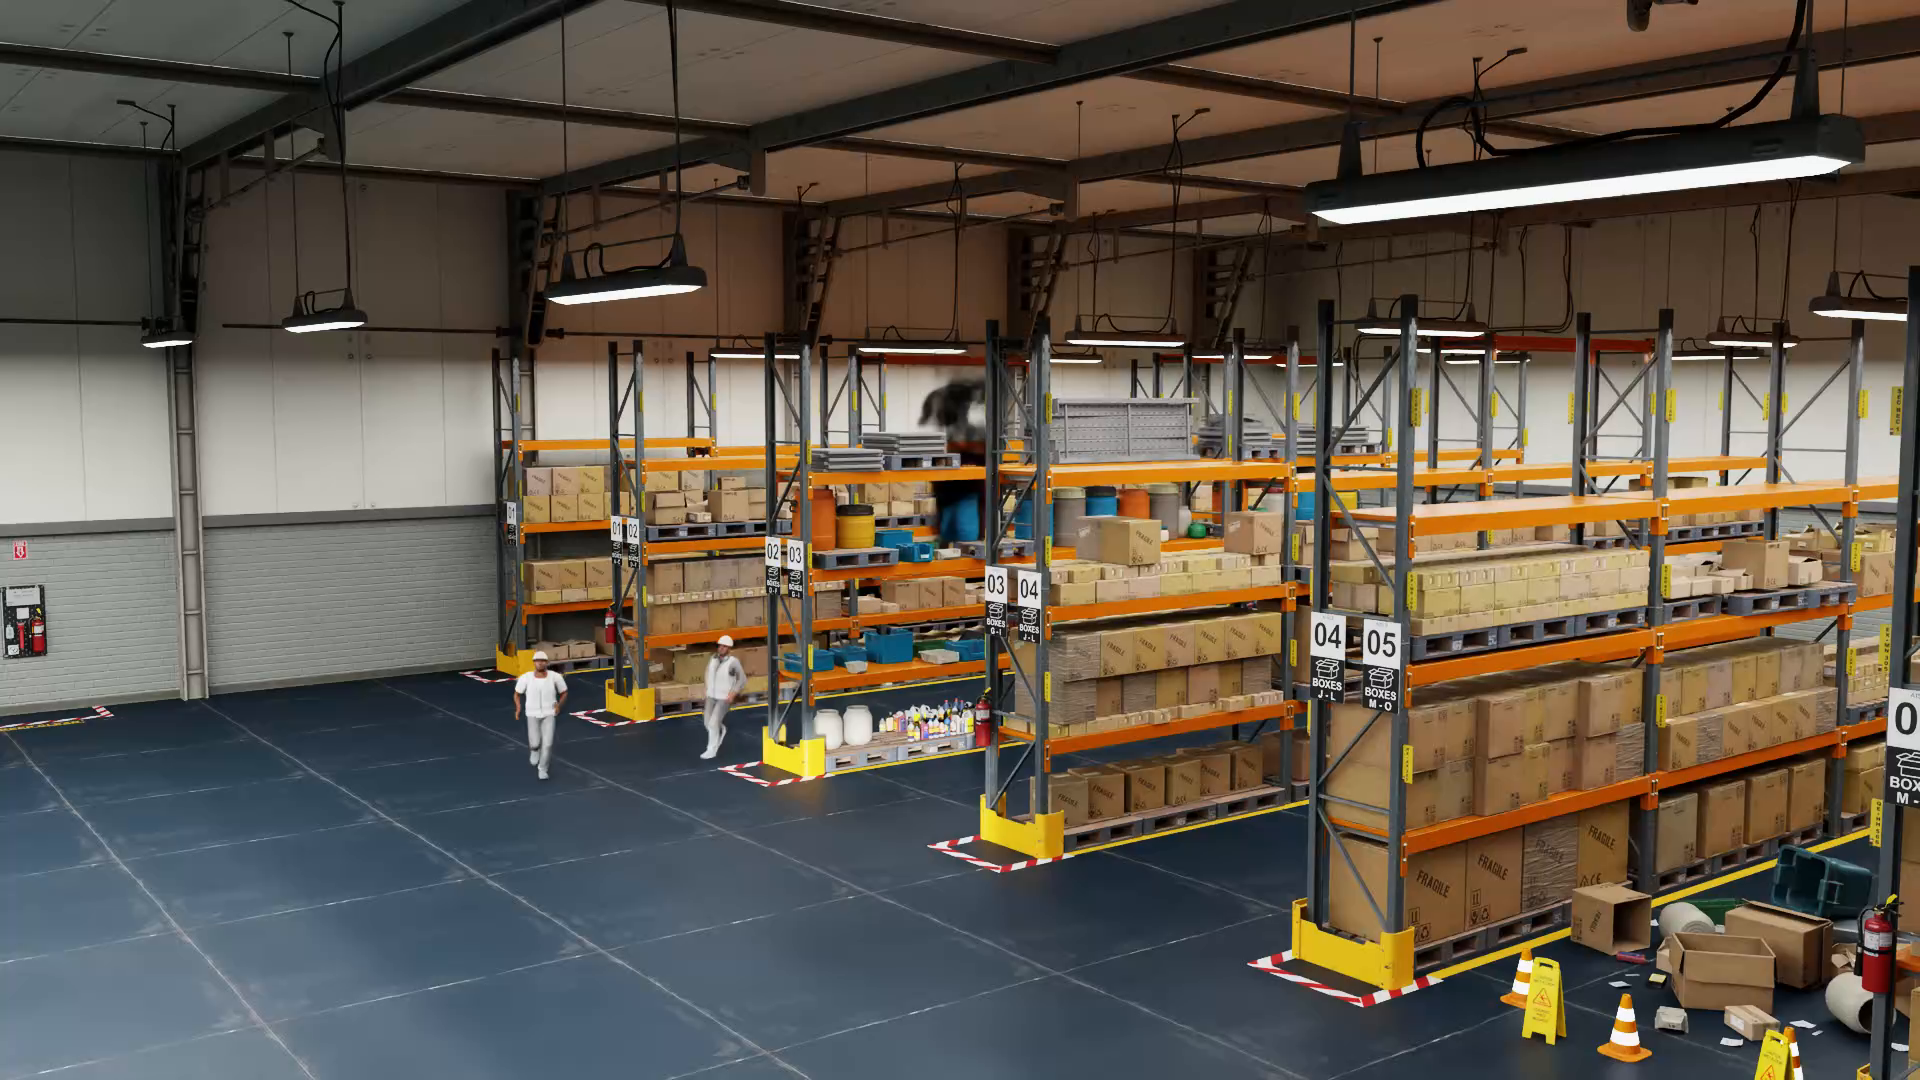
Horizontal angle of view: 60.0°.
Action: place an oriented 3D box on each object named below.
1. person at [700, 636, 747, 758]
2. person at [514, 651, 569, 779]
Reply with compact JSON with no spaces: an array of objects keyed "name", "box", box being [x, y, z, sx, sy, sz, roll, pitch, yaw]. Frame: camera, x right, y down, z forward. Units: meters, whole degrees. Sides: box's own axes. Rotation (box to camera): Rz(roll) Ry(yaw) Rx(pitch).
[{"name":"person","box":[-3.356,2.220,23.735,0.697,1.739,0.701,2,6,26]},{"name":"person","box":[-5.636,2.347,22.421,0.718,1.712,0.578,-1,5,-14]}]
